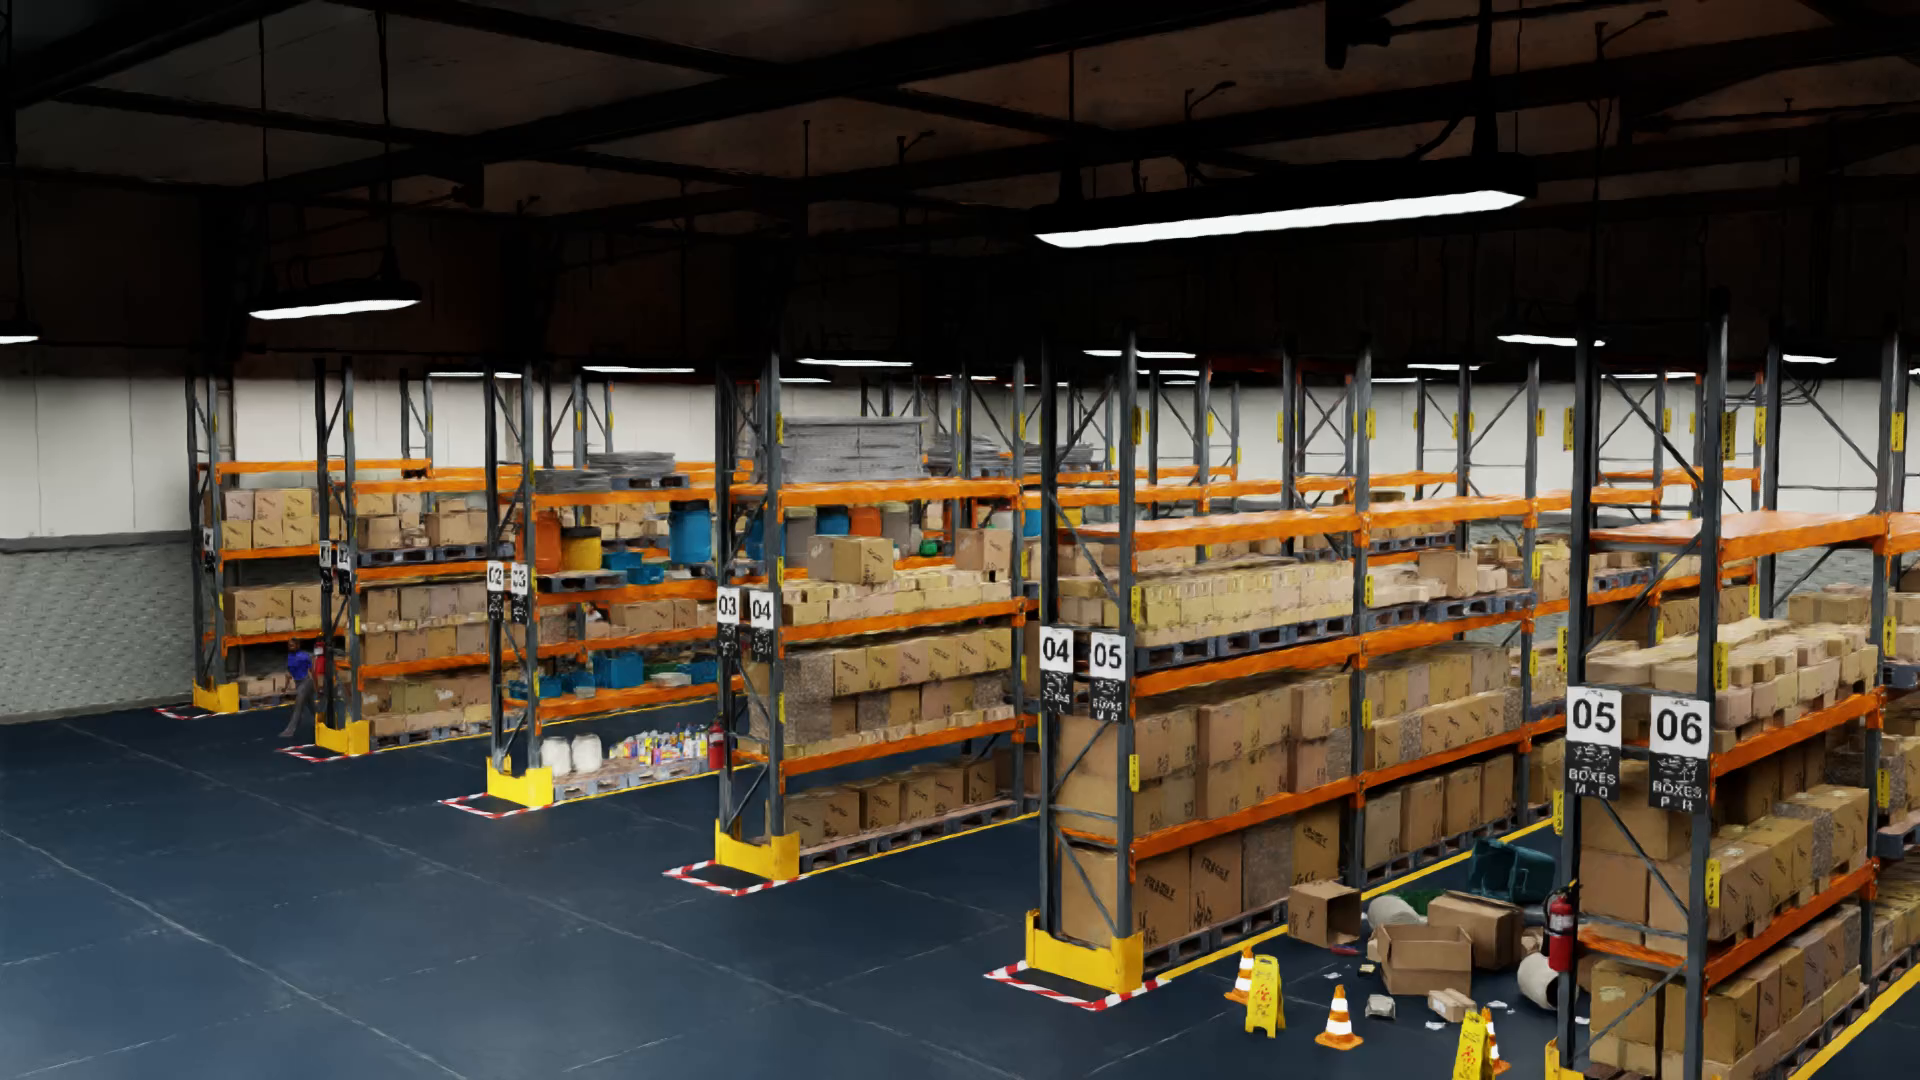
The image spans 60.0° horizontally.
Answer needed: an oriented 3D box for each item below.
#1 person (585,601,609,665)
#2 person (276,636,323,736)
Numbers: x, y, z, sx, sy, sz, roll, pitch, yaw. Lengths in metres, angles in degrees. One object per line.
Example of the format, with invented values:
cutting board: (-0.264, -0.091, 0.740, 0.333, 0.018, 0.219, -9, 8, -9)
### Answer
person: (-7.049, 1.910, 31.861, 0.449, 1.581, 1.097, 4, 6, 42)
person: (-10.573, 2.322, 26.645, 0.468, 1.561, 1.033, 3, 5, 36)
